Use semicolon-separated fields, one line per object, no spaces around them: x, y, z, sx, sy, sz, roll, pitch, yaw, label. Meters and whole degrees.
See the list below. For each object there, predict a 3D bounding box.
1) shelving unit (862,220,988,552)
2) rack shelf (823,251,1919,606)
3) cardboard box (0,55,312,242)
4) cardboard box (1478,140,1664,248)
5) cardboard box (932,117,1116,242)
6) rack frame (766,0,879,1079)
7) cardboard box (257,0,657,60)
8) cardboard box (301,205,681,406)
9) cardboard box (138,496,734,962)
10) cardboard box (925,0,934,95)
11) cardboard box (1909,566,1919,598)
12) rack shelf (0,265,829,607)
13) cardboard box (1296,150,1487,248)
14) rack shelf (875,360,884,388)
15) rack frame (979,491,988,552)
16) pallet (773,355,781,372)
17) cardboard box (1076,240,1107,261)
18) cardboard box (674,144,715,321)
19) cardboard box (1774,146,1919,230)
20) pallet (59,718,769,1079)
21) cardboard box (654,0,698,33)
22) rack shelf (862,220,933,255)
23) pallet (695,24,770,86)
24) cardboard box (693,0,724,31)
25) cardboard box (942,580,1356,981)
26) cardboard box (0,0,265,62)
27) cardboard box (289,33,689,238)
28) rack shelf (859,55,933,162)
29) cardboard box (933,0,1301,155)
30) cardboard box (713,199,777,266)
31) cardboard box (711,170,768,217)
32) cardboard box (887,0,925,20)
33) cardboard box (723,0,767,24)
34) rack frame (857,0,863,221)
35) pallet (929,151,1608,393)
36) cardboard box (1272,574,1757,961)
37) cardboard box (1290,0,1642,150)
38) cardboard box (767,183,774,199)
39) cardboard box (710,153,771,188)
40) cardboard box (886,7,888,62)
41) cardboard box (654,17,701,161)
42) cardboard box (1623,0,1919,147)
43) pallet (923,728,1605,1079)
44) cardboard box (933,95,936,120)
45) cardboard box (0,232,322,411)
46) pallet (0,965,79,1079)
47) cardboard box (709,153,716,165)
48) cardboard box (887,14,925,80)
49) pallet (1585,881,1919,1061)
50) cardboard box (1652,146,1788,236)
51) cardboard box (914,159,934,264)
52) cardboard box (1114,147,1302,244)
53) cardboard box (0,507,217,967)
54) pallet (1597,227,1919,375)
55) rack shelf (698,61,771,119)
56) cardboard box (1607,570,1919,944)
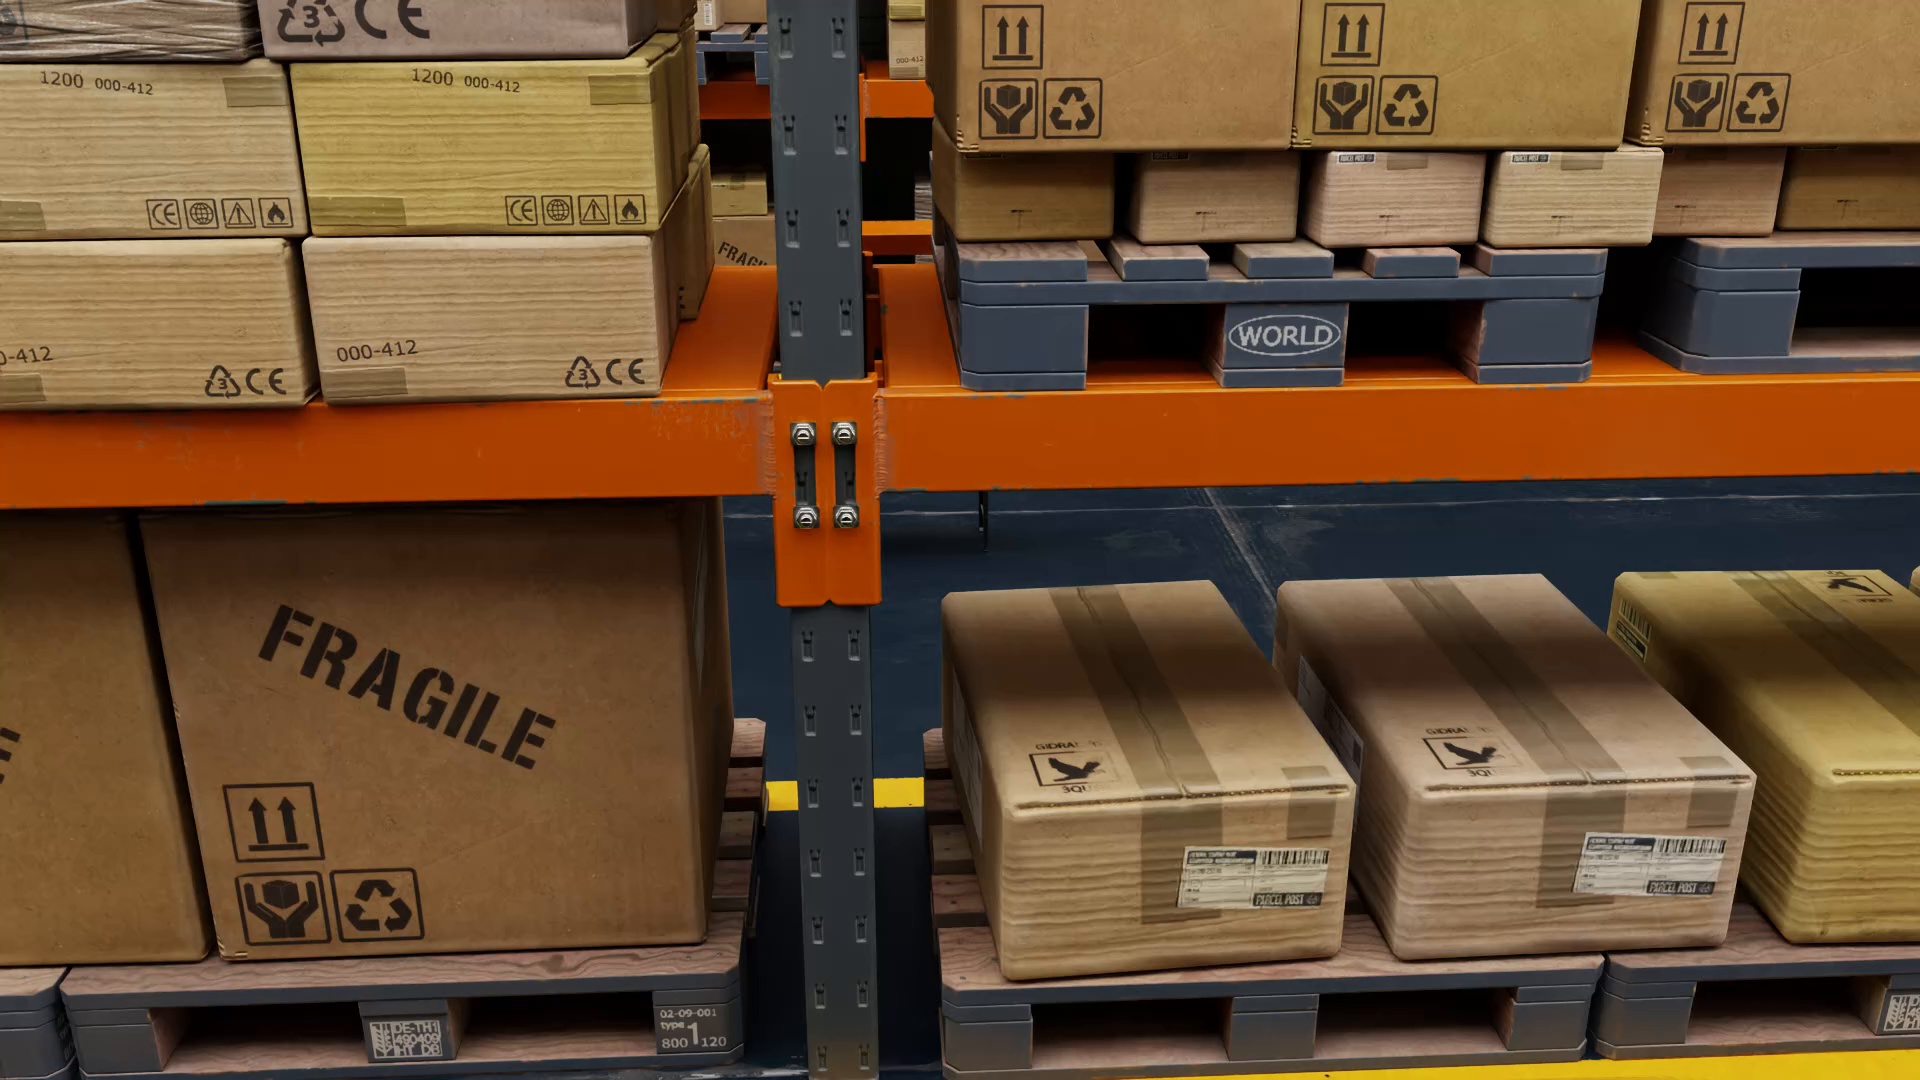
-0.165;-0.557;5.399;0.503;1.200;0.258;-1;21;-3;shelving unit
1.758;-0.290;3.178;4.000;0.370;1.077;-1;21;-3;rack shelf
-1.219;-0.637;2.587;0.500;0.250;0.500;-2;21;-4;cardboard box
0.932;-0.586;2.707;0.250;0.149;0.380;-1;21;-3;cardboard box
0.097;-0.605;2.757;0.250;0.149;0.380;-2;21;-6;cardboard box
-0.238;-0.585;2.943;0.127;3.000;1.000;-1;21;-3;rack frame
-0.740;-0.996;2.476;0.500;0.500;0.500;-2;21;-5;cardboard box
-0.728;-0.413;2.700;0.500;0.250;0.500;-2;21;-5;cardboard box
-0.933;0.196;3.287;0.875;0.875;0.875;-1;21;-4;cardboard box
0.200;-1.075;3.081;0.500;0.500;0.500;-2;21;-5;cardboard box
2.514;0.392;3.477;0.625;0.372;0.950;0;21;0;cardboard box
-2.235;-0.209;2.964;4.000;0.370;1.077;-1;21;-3;rack shelf
0.657;-0.588;2.712;0.250;0.149;0.380;-3;21;-7;cardboard box
-0.165;-0.494;5.423;0.480;0.148;0.258;-1;21;-3;rack shelf
0.078;-0.562;5.412;0.015;1.200;0.240;-1;21;-3;rack frame
-1.273;-1.044;8.066;1.213;0.211;1.003;-1;21;-3;pallet
0.750;-1.459;7.984;0.625;0.625;0.875;0;21;-1;cardboard box
-0.741;-0.595;3.178;0.500;0.250;0.500;-2;21;-4;cardboard box
1.448;-0.638;2.845;0.250;0.149;0.380;0;21;-1;cardboard box
-1.030;0.707;3.467;1.213;0.211;1.003;-1;21;-3;pallet
-0.745;-1.176;2.949;0.500;0.500;0.500;-2;21;-5;cardboard box
-0.165;-0.925;5.259;0.480;0.148;0.258;-1;21;-3;rack shelf
-1.198;-2.220;7.506;1.003;0.211;1.213;-1;21;-3;pallet
-1.159;-2.278;7.151;0.250;0.149;0.380;-1;21;-2;cardboard box
0.326;0.438;3.357;0.625;0.372;0.950;-3;21;-7;cardboard box
-1.251;-0.983;2.440;0.500;0.500;0.500;-1;21;-2;cardboard box
-0.707;-0.649;2.618;0.500;0.250;0.500;-1;21;-3;cardboard box
1.471;-2.053;7.809;4.000;0.370;1.077;-1;21;-3;rack shelf
0.224;-0.894;2.605;0.500;0.500;0.500;-2;21;-5;cardboard box
-0.935;-1.292;7.721;0.500;0.500;0.500;-1;21;-1;cardboard box
-1.004;-1.580;7.566;0.250;0.149;0.380;-2;21;-6;cardboard box
-0.067;-2.425;7.284;0.500;0.250;0.500;-1;21;-3;cardboard box
-1.048;-2.637;7.600;0.500;0.500;0.500;0;21;-1;cardboard box
-0.525;-2.349;7.574;0.127;3.000;1.000;-1;21;-3;rack frame
0.467;-0.548;3.114;1.003;0.211;1.213;-1;21;-3;pallet
1.062;0.421;3.403;0.625;0.372;0.950;-2;21;-4;cardboard box
0.744;-0.907;2.640;0.500;0.500;0.500;0;21;0;cardboard box
-0.962;-1.468;8.183;0.500;0.500;0.500;0;21;-1;cardboard box
-1.064;-1.780;8.092;0.250;0.149;0.380;0;21;0;cardboard box
-0.091;-2.378;7.863;0.500;0.250;0.500;-2;21;-4;cardboard box
-0.758;-0.826;3.084;0.500;0.250;0.500;-1;21;-3;cardboard box
1.274;-0.921;2.674;0.500;0.500;0.500;-1;21;-2;cardboard box
0.542;0.702;3.479;1.213;0.211;1.003;-1;21;-3;pallet
0.075;-0.755;3.150;0.250;0.149;0.380;0;21;-1;cardboard box
-1.238;-0.397;2.658;0.500;0.250;0.500;-1;21;-2;cardboard box
-2.245;0.731;3.405;1.213;0.211;1.003;-1;21;-3;pallet
-1.331;-1.784;8.102;0.250;0.149;0.380;-1;21;-1;cardboard box
-0.069;-2.201;7.396;0.500;0.250;0.500;-1;21;-3;cardboard box
1.757;0.679;3.542;1.213;0.211;1.003;-1;21;-3;pallet
1.169;-0.619;2.793;0.250;0.149;0.380;0;21;0;cardboard box
0.098;-1.443;7.942;0.625;0.625;0.875;-1;21;-1;cardboard box
0.381;-0.599;2.740;0.250;0.149;0.380;-2;21;-6;cardboard box
-1.823;0.212;3.243;0.875;0.875;0.875;-1;21;-2;cardboard box
1.736;-0.551;3.121;1.213;0.211;1.003;-1;21;-3;pallet
-2.522;-1.972;7.595;4.000;0.370;1.077;-1;21;-3;rack shelf
1.820;0.407;3.439;0.625;0.372;0.950;0;21;-1;cardboard box
